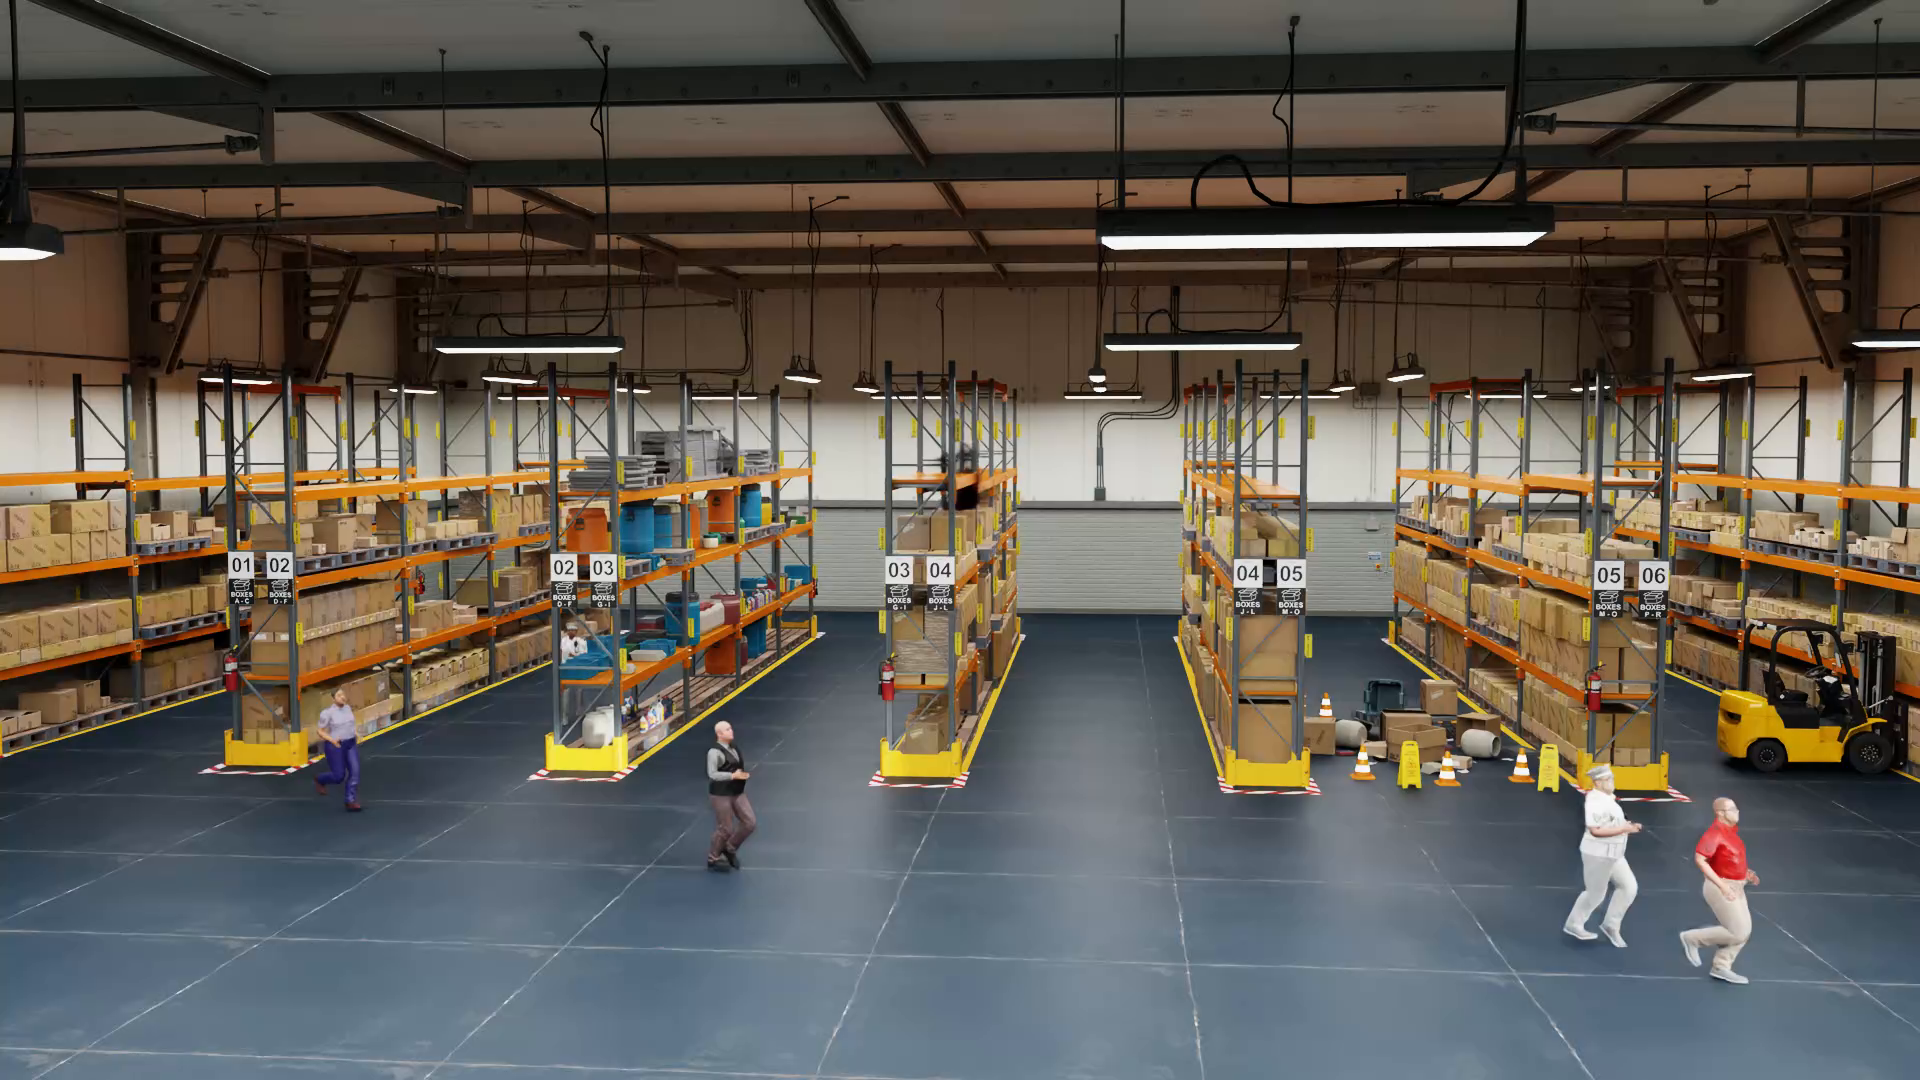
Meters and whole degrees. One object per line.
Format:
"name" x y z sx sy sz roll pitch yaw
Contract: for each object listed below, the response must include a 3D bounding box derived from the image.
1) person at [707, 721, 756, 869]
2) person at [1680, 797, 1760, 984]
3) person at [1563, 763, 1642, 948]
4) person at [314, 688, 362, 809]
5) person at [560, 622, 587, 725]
"person" -2.590 2.911 18.867 0.647 1.717 0.642 2 4 28
"person" 6.921 3.174 15.134 0.599 1.684 0.670 3 5 39
"person" 6.252 3.072 16.107 0.726 1.835 0.640 3 5 40
"person" -8.214 2.758 22.081 0.769 1.603 0.621 2 4 33
"person" -6.677 2.258 28.616 0.562 1.721 0.867 0 4 -4
